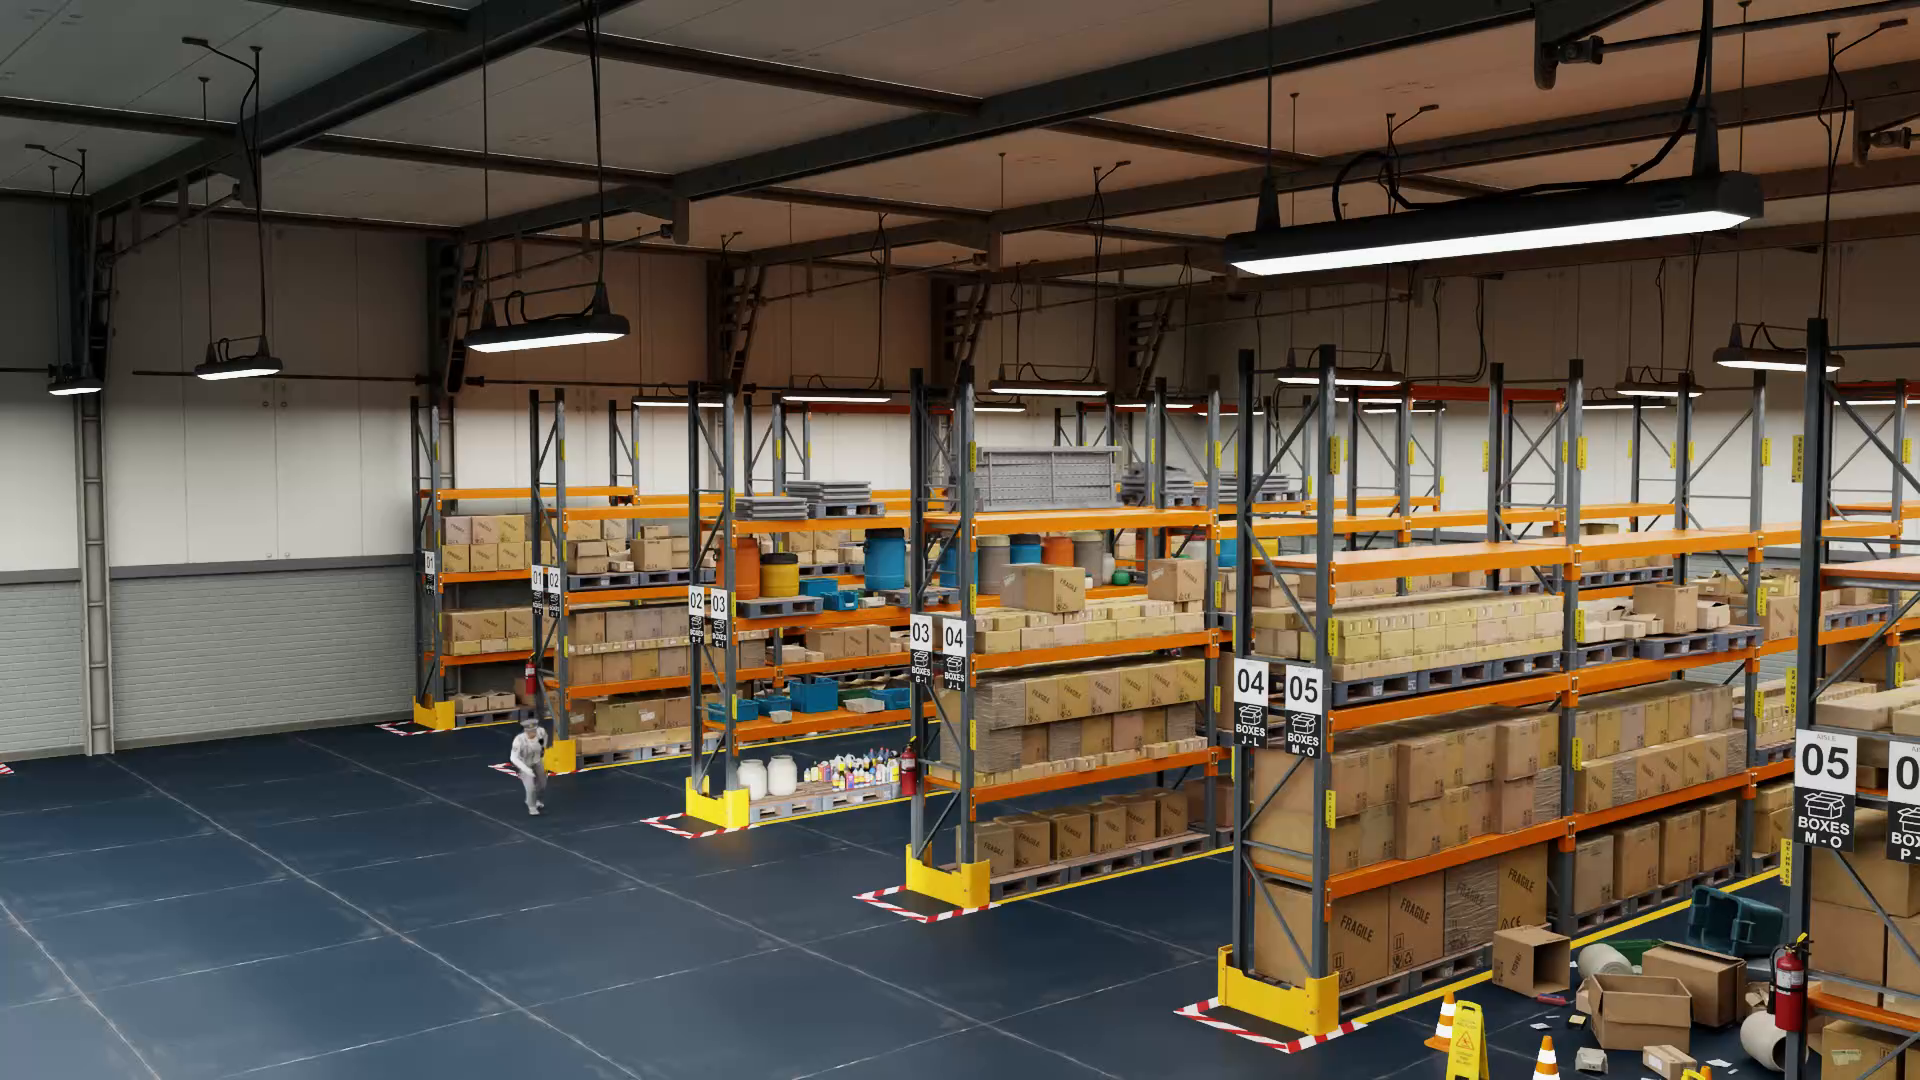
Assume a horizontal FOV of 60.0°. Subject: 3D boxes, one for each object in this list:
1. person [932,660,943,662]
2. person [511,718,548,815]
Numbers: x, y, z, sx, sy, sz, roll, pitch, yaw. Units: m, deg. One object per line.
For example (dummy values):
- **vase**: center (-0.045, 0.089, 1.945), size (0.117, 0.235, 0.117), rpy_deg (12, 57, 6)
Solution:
- **person**: center (-0.504, 2.330, 34.031), size (0.724, 1.695, 0.603), rpy_deg (-3, 4, -37)
- **person**: center (-5.936, 3.115, 22.940), size (0.605, 1.402, 0.922), rpy_deg (-2, 4, -35)
